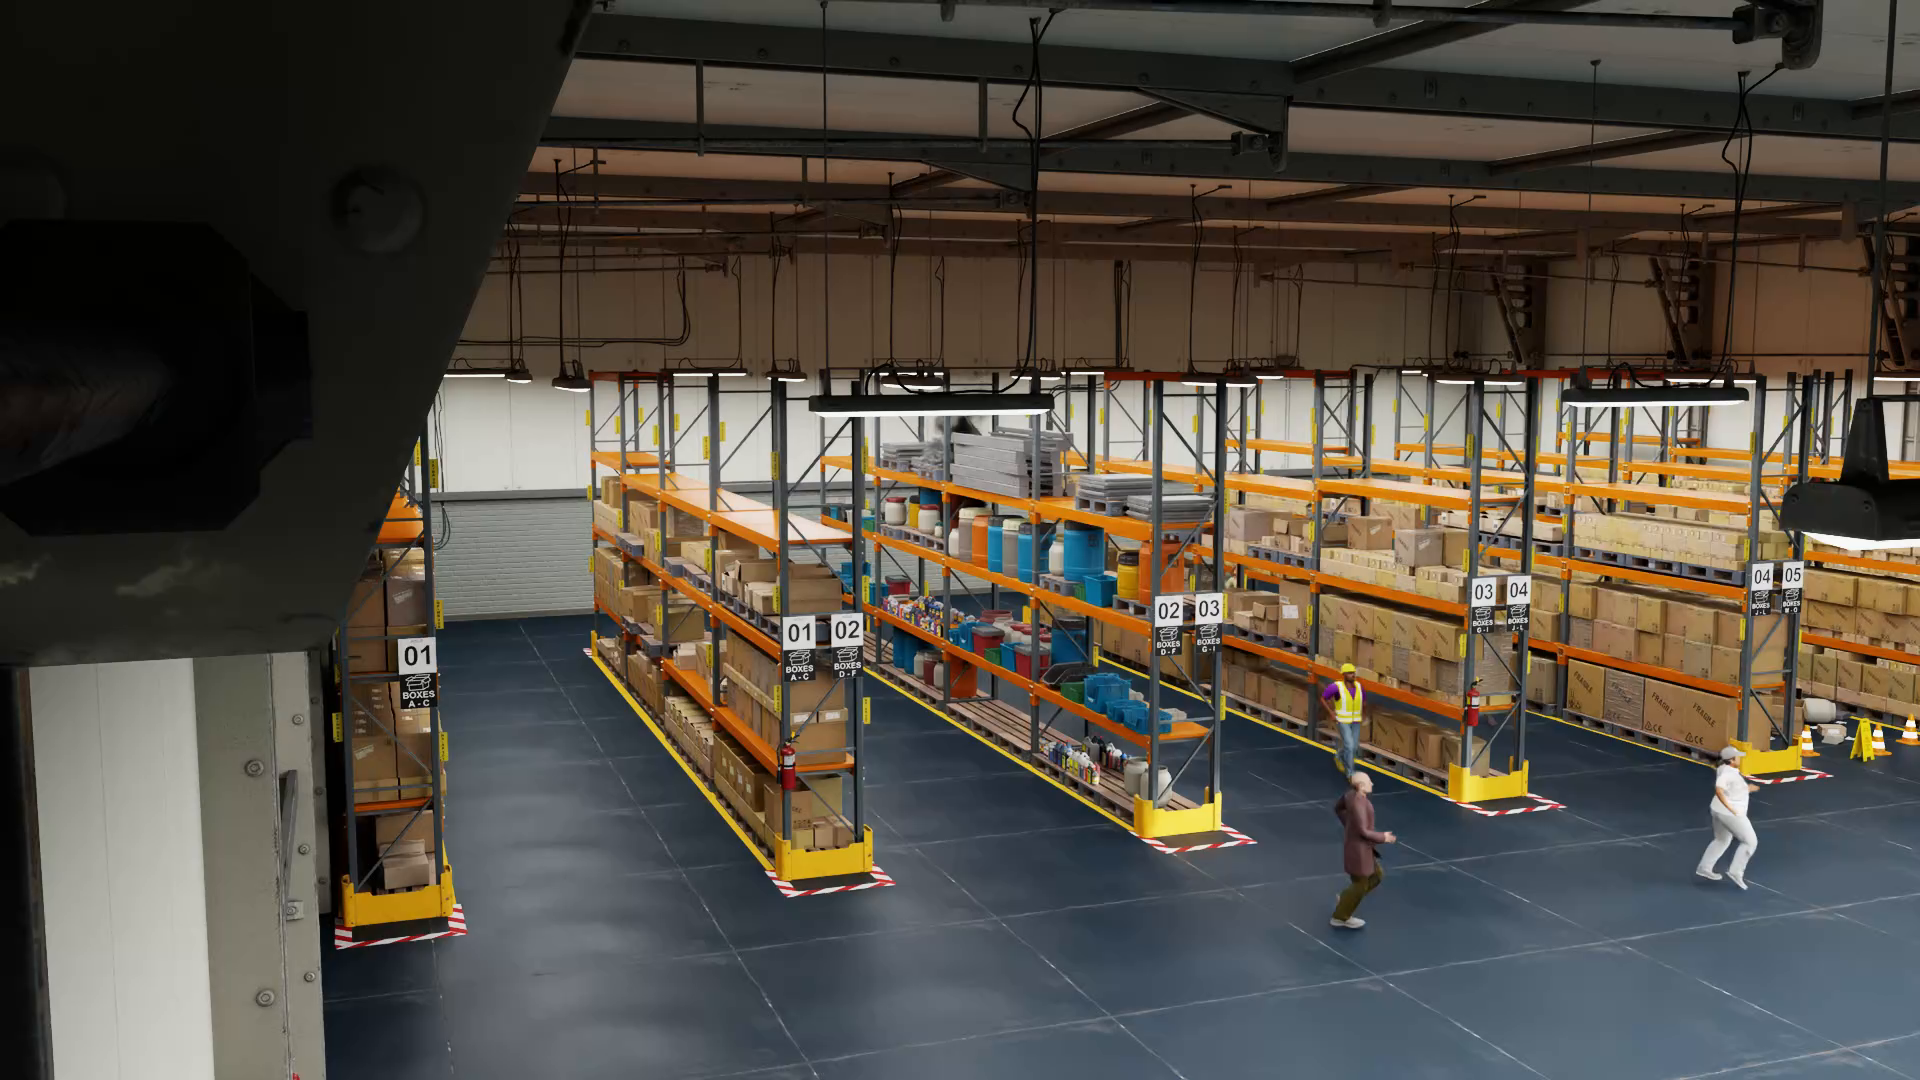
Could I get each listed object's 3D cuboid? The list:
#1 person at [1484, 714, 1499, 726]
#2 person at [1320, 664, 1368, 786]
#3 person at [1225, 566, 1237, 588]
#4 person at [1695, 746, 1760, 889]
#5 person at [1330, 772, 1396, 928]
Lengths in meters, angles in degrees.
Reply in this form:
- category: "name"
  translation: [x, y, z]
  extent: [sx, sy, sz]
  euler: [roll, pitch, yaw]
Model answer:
- category: "person"
  translation: [8.968, 2.297, 28.583]
  extent: [0.567, 1.661, 0.915]
  euler: [-3, 7, -26]
- category: "person"
  translation: [5.737, 2.701, 24.680]
  extent: [0.701, 1.769, 0.827]
  euler: [-2, 7, -19]
- category: "person"
  translation: [6.102, 1.392, 36.843]
  extent: [0.585, 1.682, 0.966]
  euler: [-2, 7, -16]
- category: "person"
  translation: [9.188, 3.309, 19.826]
  extent: [0.674, 1.718, 0.582]
  euler: [1, 6, 5]
- category: "person"
  translation: [4.447, 3.416, 18.344]
  extent: [0.679, 1.756, 0.747]
  euler: [1, 6, 7]
